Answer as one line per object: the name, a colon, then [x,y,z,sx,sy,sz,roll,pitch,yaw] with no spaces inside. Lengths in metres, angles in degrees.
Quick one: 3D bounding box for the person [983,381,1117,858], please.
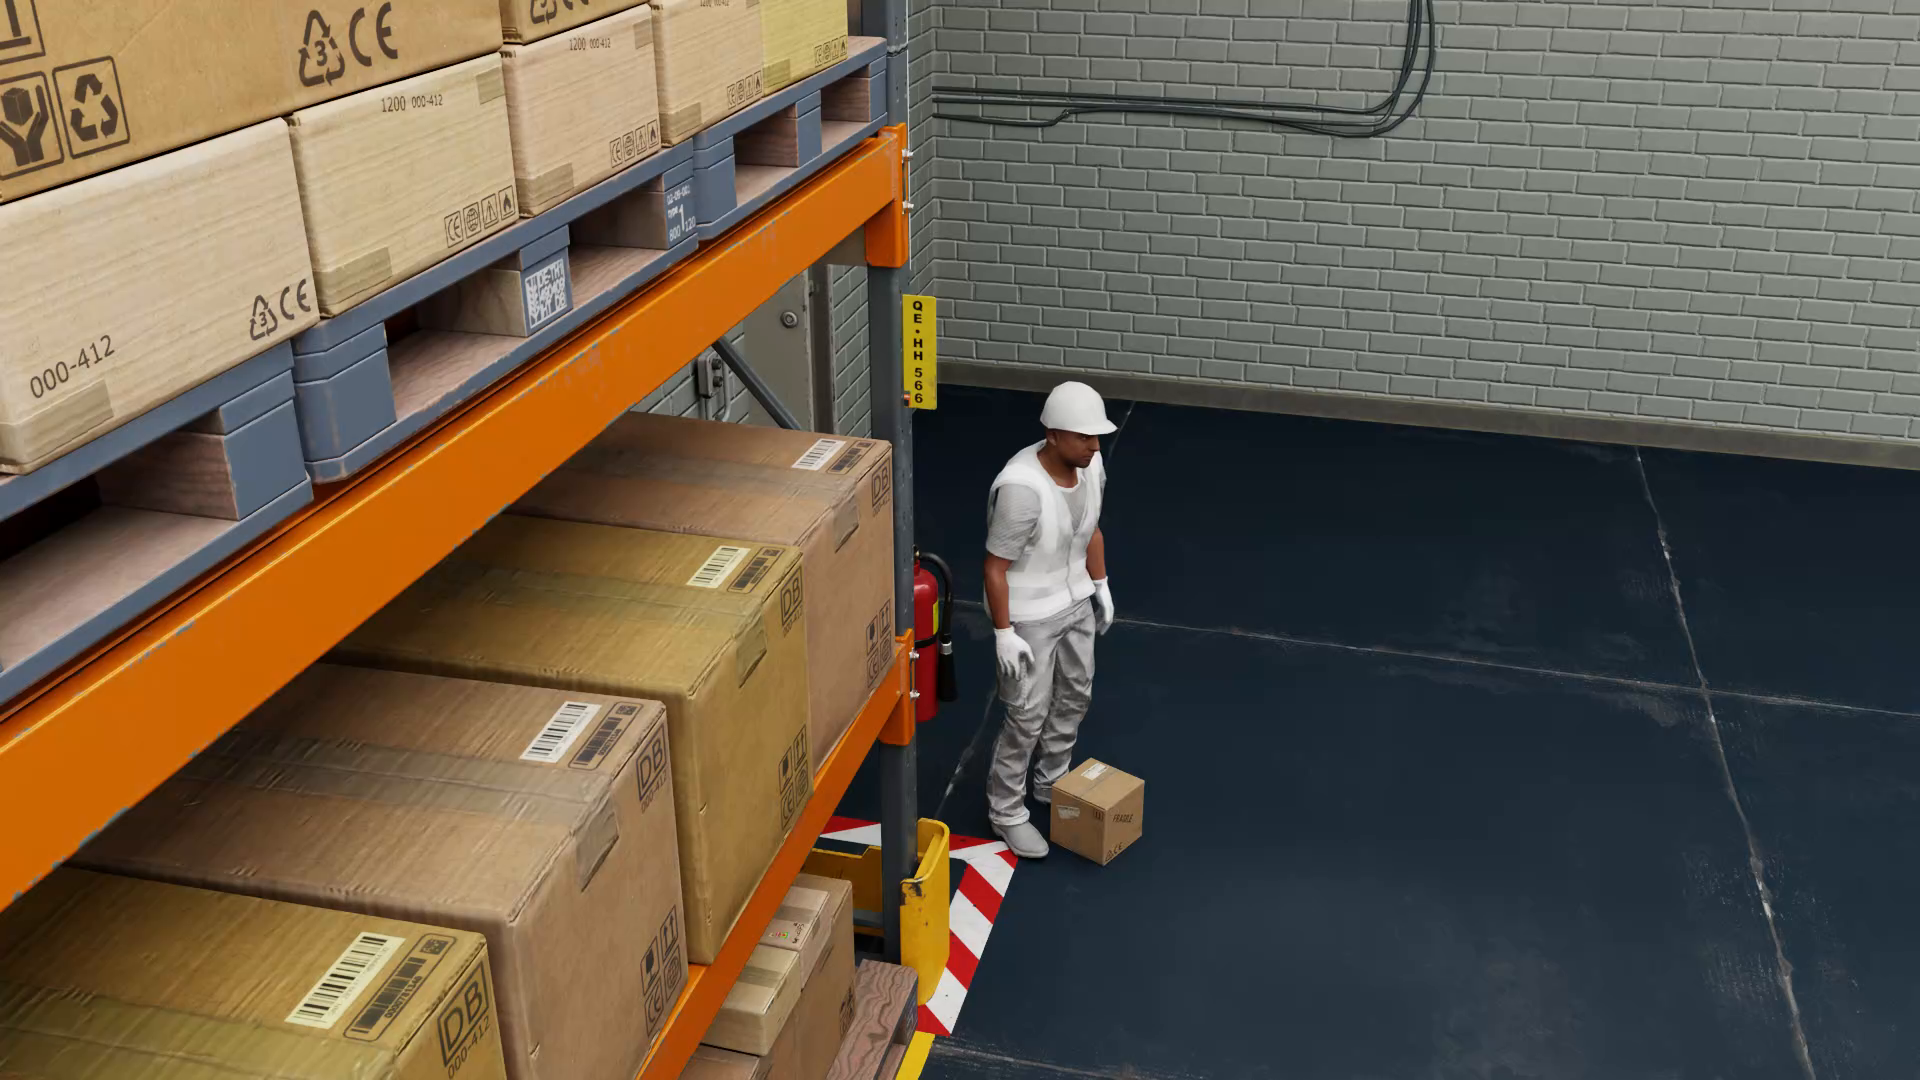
person: [0.327,0.265,6.028,0.446,1.775,0.619,21,32,37]
